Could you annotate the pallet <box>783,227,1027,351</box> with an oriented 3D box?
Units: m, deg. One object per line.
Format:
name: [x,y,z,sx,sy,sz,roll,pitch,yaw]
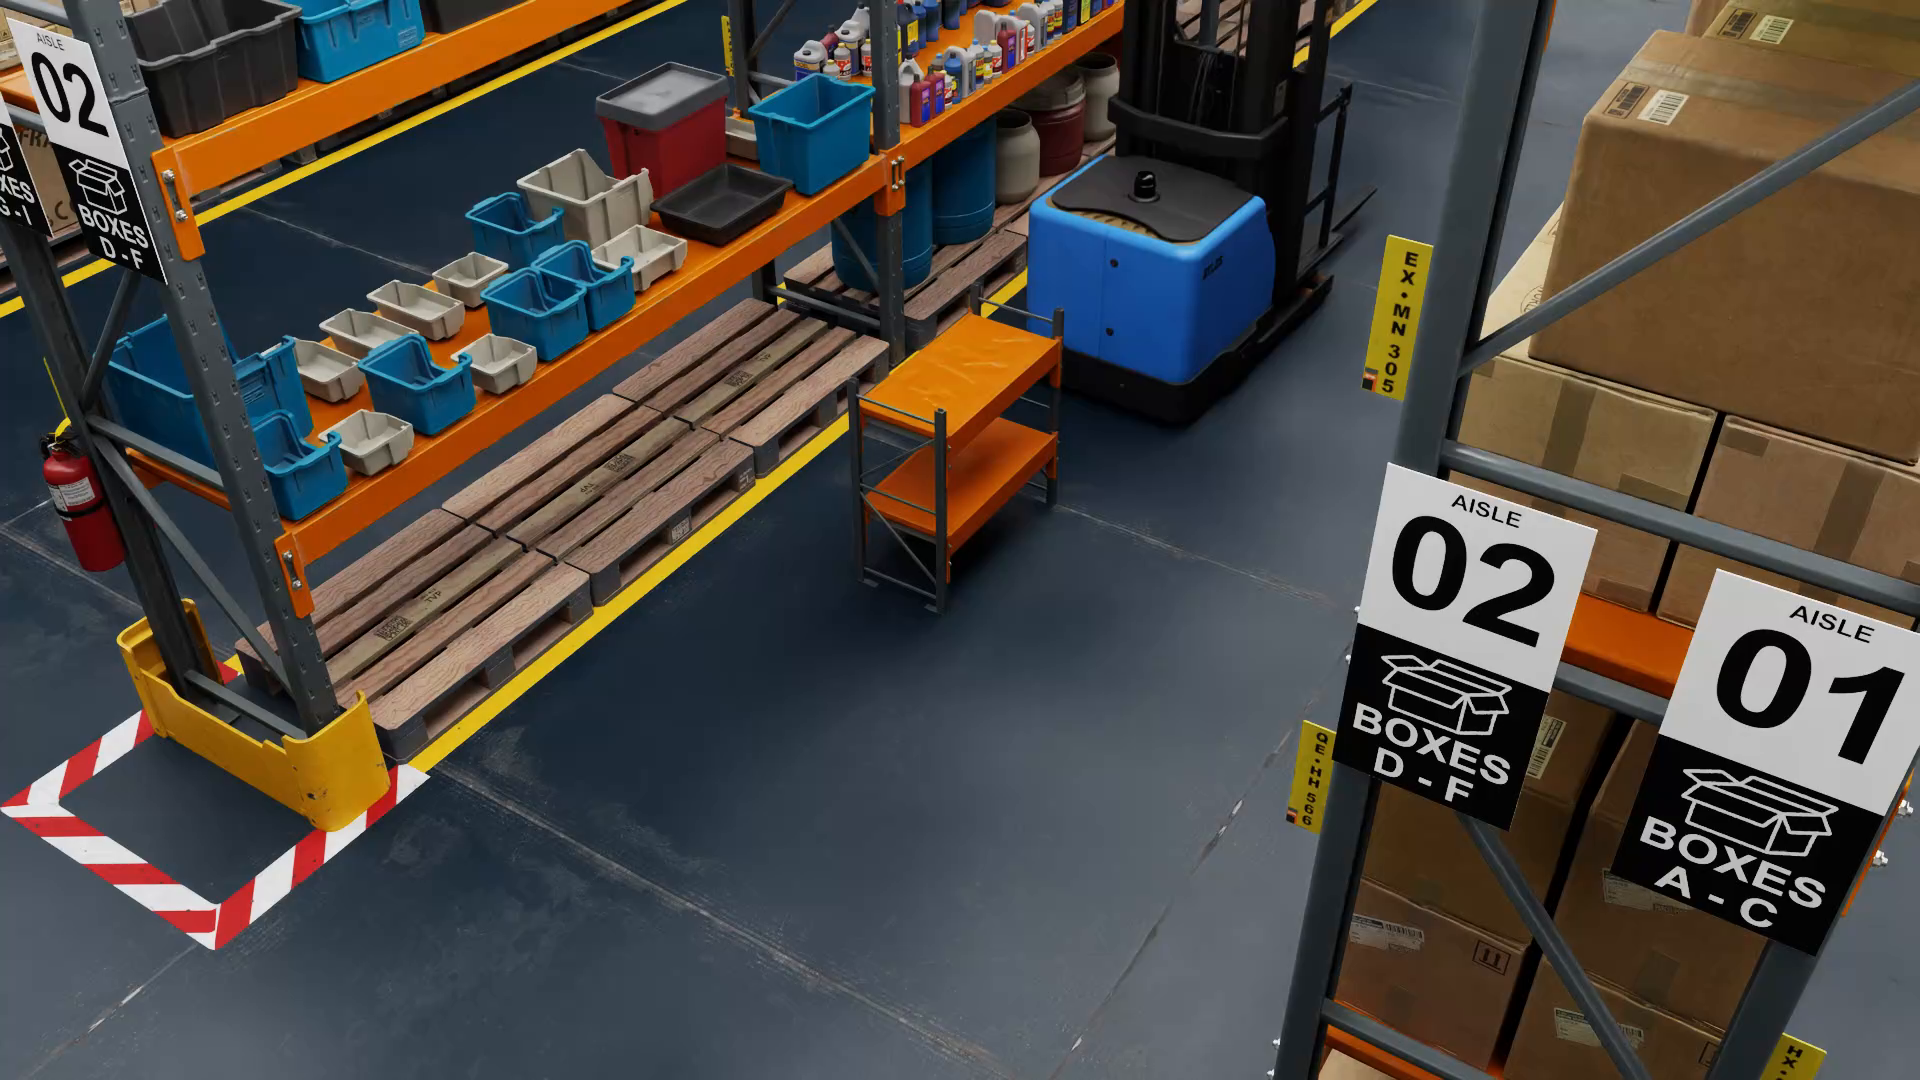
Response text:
pallet: [-0.317,-1.639,10.142,1.003,0.211,1.213,21,42,25]

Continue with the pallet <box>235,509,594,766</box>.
pallet: [-2.434,0.395,7.504,1.003,0.211,1.213,21,42,25]

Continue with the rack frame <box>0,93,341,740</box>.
rack frame: [-2.909,-0.297,6.118,1.000,3.000,0.127,21,42,25]

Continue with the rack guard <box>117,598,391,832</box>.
rack guard: [-2.911,0.710,6.859,1.175,0.500,0.348,21,42,25]

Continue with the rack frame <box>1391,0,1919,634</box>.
rack frame: [1.272,-1.051,2.182,1.000,3.000,0.127,21,42,25]

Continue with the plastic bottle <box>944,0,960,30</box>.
plastic bottle: [-0.050,-3.223,10.019,0.097,0.271,0.097,0,38,0]

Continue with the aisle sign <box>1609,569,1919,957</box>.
aisle sign: [1.483,0.427,3.049,0.394,0.787,0.004,21,42,25]

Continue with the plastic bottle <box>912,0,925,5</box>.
plastic bottle: [-0.290,-3.136,9.903,0.152,0.276,0.135,21,42,25]

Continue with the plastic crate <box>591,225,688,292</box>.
plastic crate: [-1.445,-1.282,7.563,0.293,0.136,0.466,21,42,25]

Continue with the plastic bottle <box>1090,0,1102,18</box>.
plastic bottle: [0.788,-3.396,10.178,0.144,0.351,0.185,21,42,25]

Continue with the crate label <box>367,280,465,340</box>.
crate label: [-2.329,-0.992,7.186,0.396,0.136,0.243,21,42,25]

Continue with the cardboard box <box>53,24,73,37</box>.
cardboard box: [-5.386,-3.085,9.940,0.380,0.149,0.250,22,43,26]

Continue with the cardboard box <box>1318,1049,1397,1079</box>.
cardboard box: [1.355,1.780,5.110,0.500,0.500,0.500,21,42,25]

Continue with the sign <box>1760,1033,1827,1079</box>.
sign: [1.730,1.160,3.519,0.100,0.325,0.005,21,42,25]

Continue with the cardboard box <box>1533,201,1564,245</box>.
cardboard box: [1.599,-0.607,3.777,0.500,0.250,0.500,21,42,25]

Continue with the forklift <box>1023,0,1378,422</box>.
forklift: [1.593,-2.650,9.227,1.130,2.935,3.031,23,43,26]

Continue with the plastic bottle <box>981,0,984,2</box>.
plastic bottle: [0.129,-3.540,10.426,0.152,0.276,0.135,21,42,25]

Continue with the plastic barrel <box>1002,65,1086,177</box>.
plastic barrel: [0.524,-2.792,10.986,0.600,0.588,0.708,21,42,25]

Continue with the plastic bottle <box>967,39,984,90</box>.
plastic bottle: [0.085,-2.661,9.290,0.097,0.271,0.097,0,38,0]

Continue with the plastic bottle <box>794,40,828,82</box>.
plastic bottle: [-0.828,-2.619,9.231,0.152,0.276,0.135,21,42,25]

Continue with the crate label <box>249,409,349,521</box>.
crate label: [-2.499,-0.274,6.176,0.416,0.233,0.303,21,42,25]

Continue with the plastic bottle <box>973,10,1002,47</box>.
plastic bottle: [0.172,-2.951,9.662,0.152,0.276,0.135,21,42,25]

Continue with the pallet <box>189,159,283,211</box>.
pallet: [-5.421,-2.508,11.270,1.003,0.211,1.213,21,42,25]

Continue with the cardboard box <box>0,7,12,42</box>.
cardboard box: [-5.786,-2.933,9.417,0.500,0.250,0.500,20,42,24]

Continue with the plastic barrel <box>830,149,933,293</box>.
plastic barrel: [-0.460,-1.969,9.662,0.600,0.901,0.708,21,42,25]

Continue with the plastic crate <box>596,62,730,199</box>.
plastic crate: [-1.456,-2.030,8.264,0.402,0.464,0.583,21,42,25]

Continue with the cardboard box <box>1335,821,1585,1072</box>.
cardboard box: [1.282,0.966,4.398,0.500,0.500,0.500,23,43,26]

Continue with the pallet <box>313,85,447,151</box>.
pallet: [-4.598,-3.297,12.294,1.003,0.211,1.213,21,42,25]

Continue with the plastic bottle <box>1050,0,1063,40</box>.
plastic bottle: [0.562,-3.120,9.885,0.097,0.271,0.097,0,38,0]

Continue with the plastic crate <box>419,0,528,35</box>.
plastic crate: [-1.858,-2.158,6.126,0.504,0.338,0.767,21,42,25]

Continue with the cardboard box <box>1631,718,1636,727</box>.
cardboard box: [2.006,0.475,4.215,0.500,0.500,0.500,22,43,26]

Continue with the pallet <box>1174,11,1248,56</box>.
pallet: [1.825,-3.703,12.821,1.003,0.211,1.213,21,42,25]

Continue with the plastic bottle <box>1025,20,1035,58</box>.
plastic bottle: [0.385,-2.922,9.686,0.097,0.201,0.097,0,38,0]

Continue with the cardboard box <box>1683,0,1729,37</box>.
cardboard box: [2.050,-1.091,3.791,0.700,0.500,0.500,21,42,25]

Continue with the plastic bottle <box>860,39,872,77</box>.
plastic bottle: [-0.517,-2.746,9.458,0.097,0.201,0.097,0,38,0]

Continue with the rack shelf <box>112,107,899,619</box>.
rack shelf: [-1.837,-1.043,7.675,1.077,0.370,4.000,21,42,25]

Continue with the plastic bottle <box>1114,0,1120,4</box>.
plastic bottle: [0.955,-3.471,10.397,0.097,0.201,0.097,0,38,0]

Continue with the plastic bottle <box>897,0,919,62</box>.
plastic bottle: [-0.329,-2.968,9.624,0.144,0.351,0.185,21,42,25]

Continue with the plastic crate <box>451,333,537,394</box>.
plastic crate: [-1.893,-0.724,6.838,0.250,0.136,0.298,21,42,25]

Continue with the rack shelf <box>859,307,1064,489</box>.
rack shelf: [-0.004,-0.674,7.663,0.538,0.278,1.000,21,42,25]

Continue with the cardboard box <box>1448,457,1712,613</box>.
cardboard box: [1.324,-0.154,3.599,0.500,0.250,0.500,21,42,25]

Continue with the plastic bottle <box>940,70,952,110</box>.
plastic bottle: [-0.091,-2.464,9.092,0.097,0.201,0.097,0,38,0]

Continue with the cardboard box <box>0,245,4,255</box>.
cardboard box: [-6.328,-2.067,9.810,0.875,0.875,0.875,21,42,25]

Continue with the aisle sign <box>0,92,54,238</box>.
aisle sign: [-3.195,-1.385,5.400,0.394,0.787,0.004,21,42,25]

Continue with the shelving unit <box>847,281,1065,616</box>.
shelving unit: [-0.004,-0.442,7.842,0.538,1.125,1.048,21,42,25]

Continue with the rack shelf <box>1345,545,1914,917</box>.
rack shelf: [2.343,-0.609,4.655,1.077,0.370,4.000,21,42,25]

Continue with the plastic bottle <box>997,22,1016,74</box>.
plastic bottle: [0.267,-2.820,9.486,0.061,0.283,0.133,21,42,25]

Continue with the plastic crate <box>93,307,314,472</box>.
plastic crate: [-2.887,-0.568,6.392,0.616,0.435,0.499,21,42,25]

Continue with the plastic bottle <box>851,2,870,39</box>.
plastic bottle: [-0.550,-2.920,9.561,0.144,0.351,0.185,21,42,25]
